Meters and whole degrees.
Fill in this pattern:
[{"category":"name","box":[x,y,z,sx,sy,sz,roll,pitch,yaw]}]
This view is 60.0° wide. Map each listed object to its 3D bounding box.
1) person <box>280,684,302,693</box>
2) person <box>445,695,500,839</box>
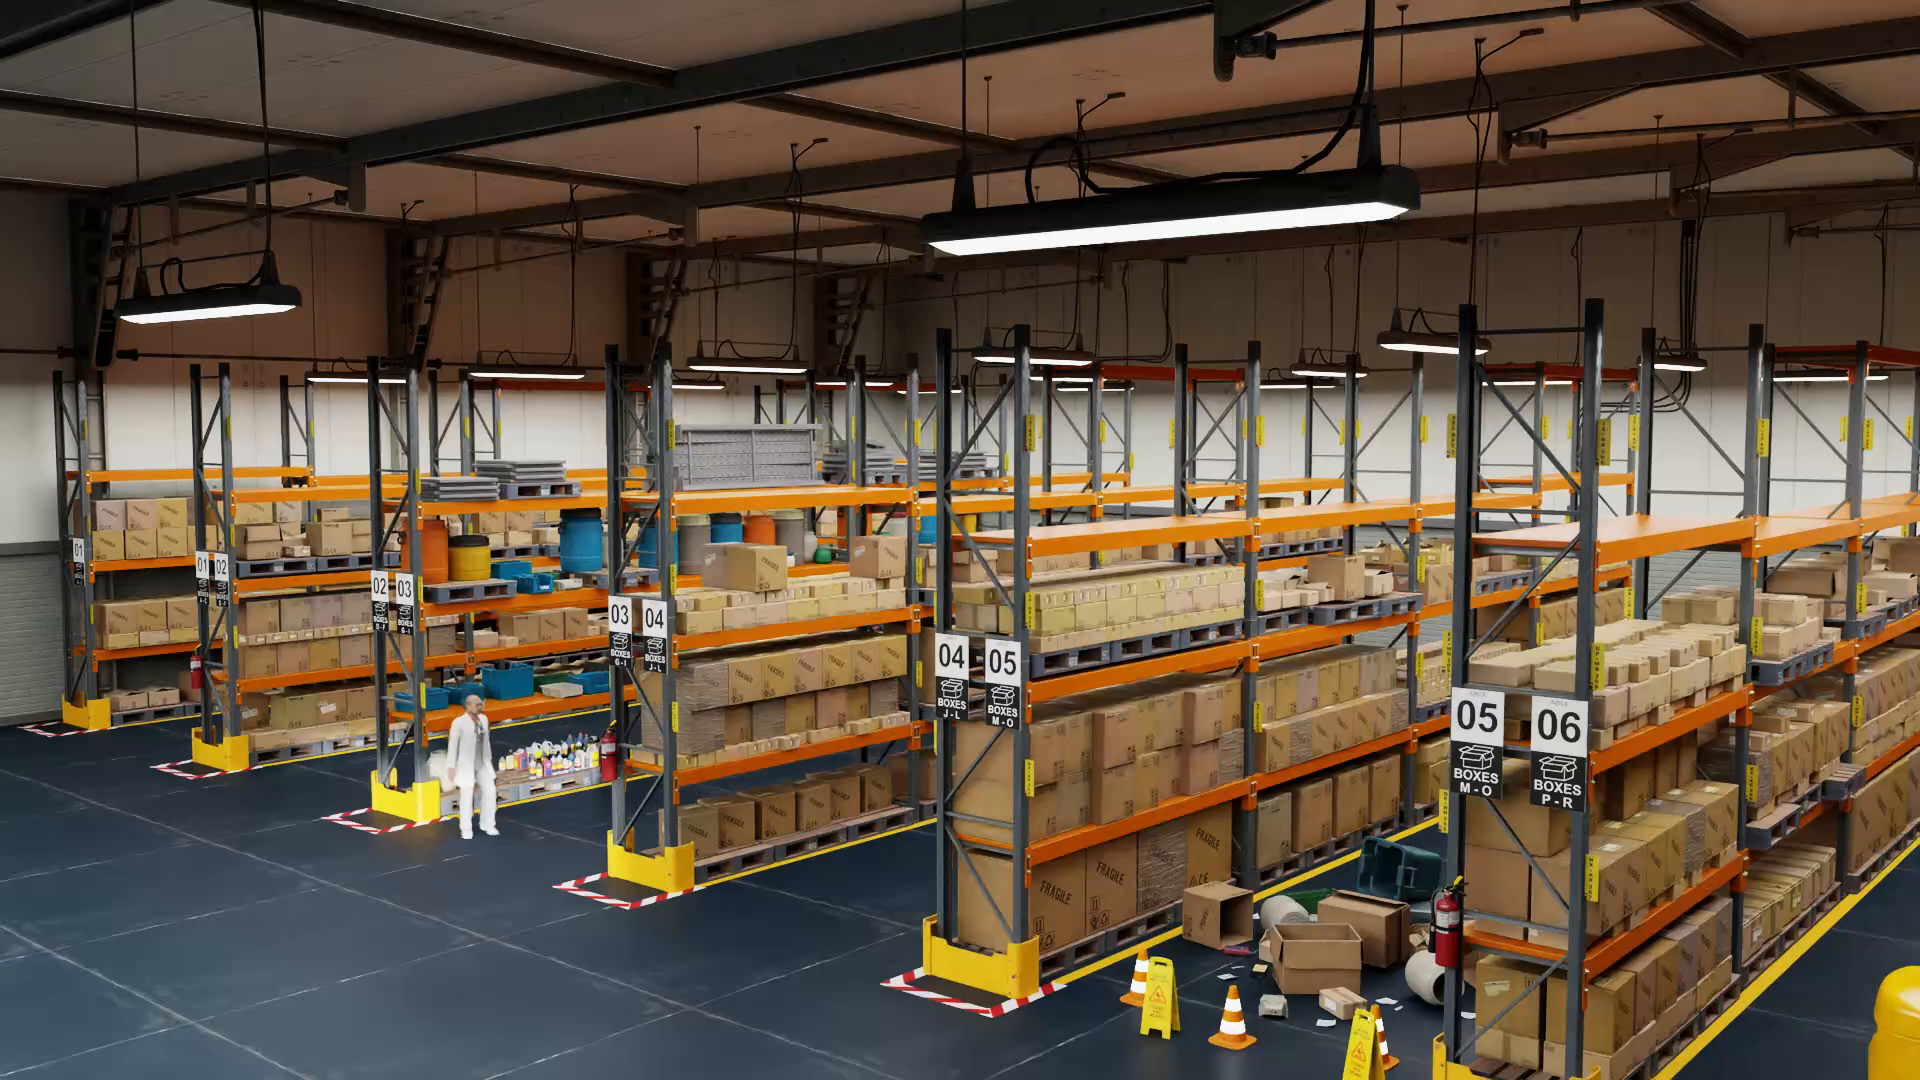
[{"category":"person","box":[-11.273,2.368,27.958,0.432,1.646,0.358,-3,5,-35]},{"category":"person","box":[-6.058,2.819,20.603,0.436,1.817,0.705,3,5,38]}]
